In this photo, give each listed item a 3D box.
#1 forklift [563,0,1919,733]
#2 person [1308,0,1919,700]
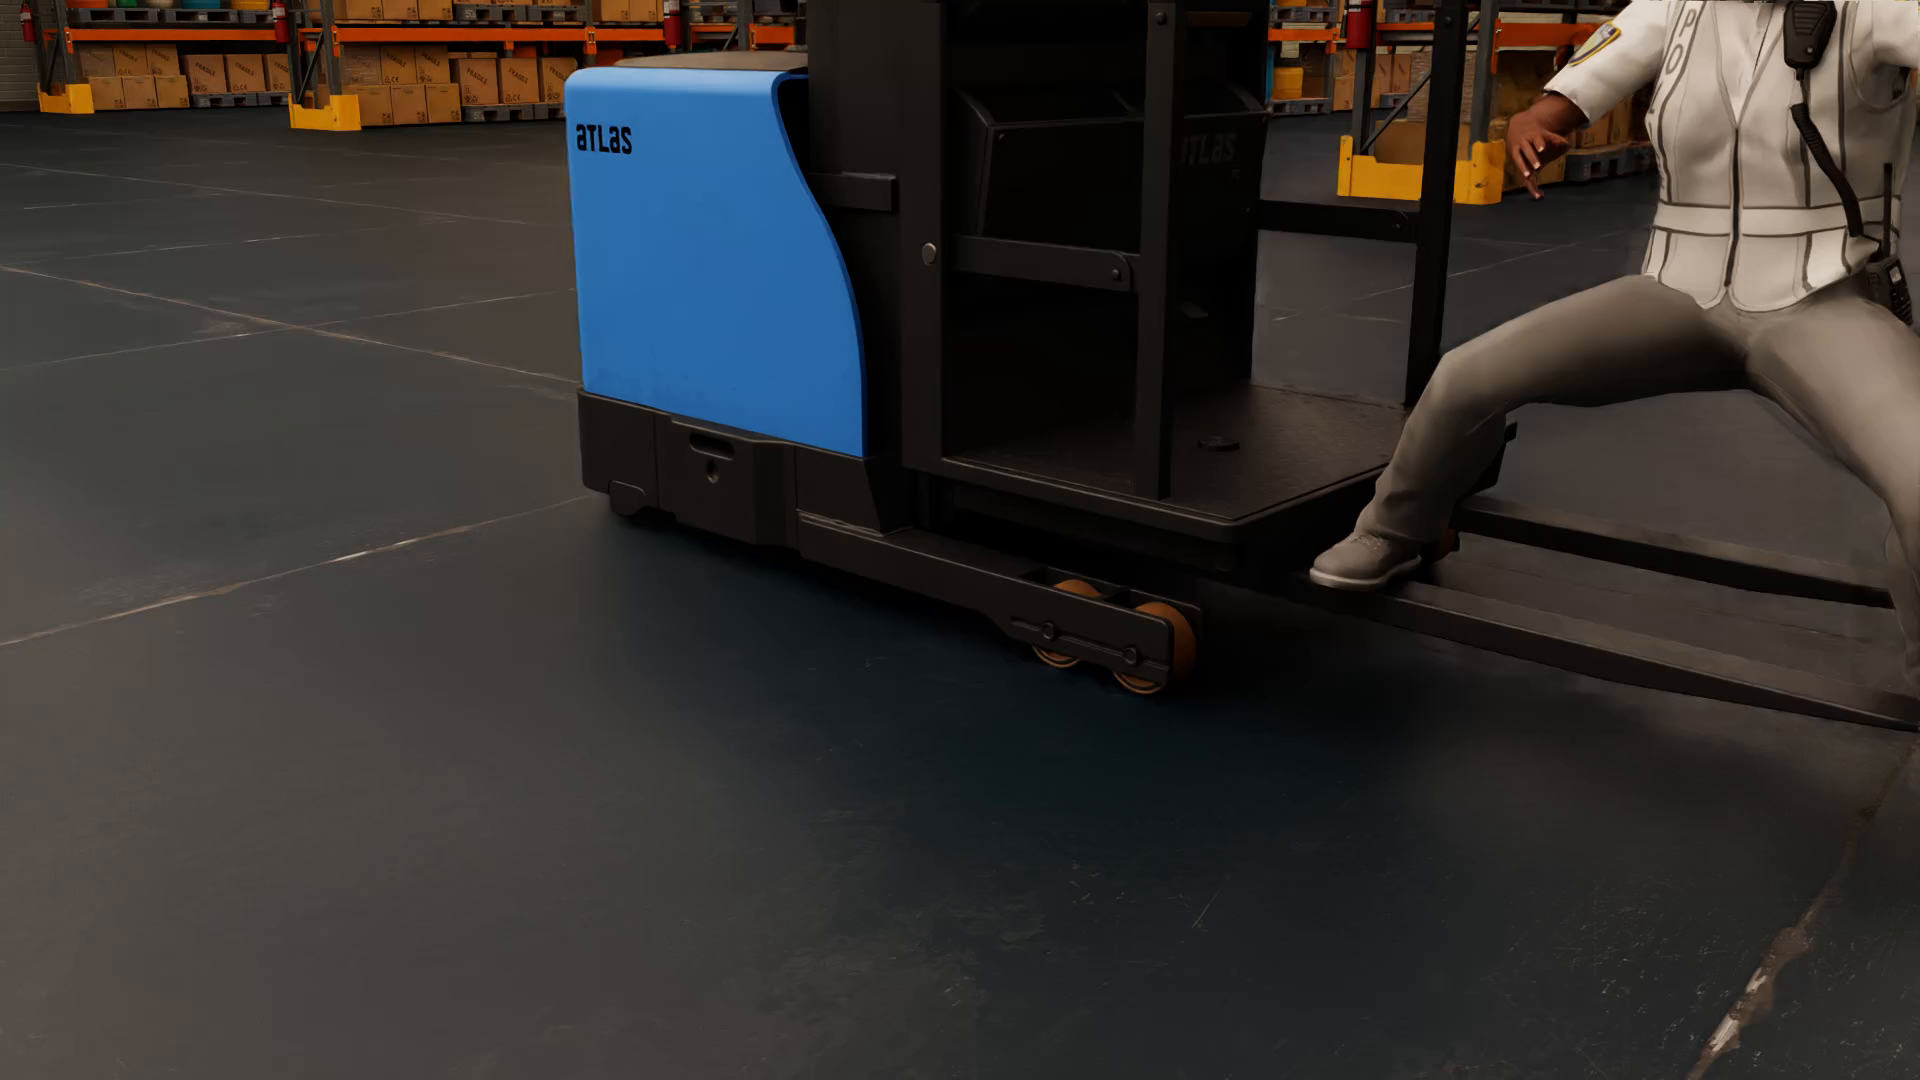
[{"bbox_3d":[0.479,-1.293,3.155,3.031,2.935,1.130,15,22,40],"label":"forklift"},{"bbox_3d":[1.144,-0.366,2.479,0.675,1.416,1.100,-14,22,-38],"label":"person"}]
